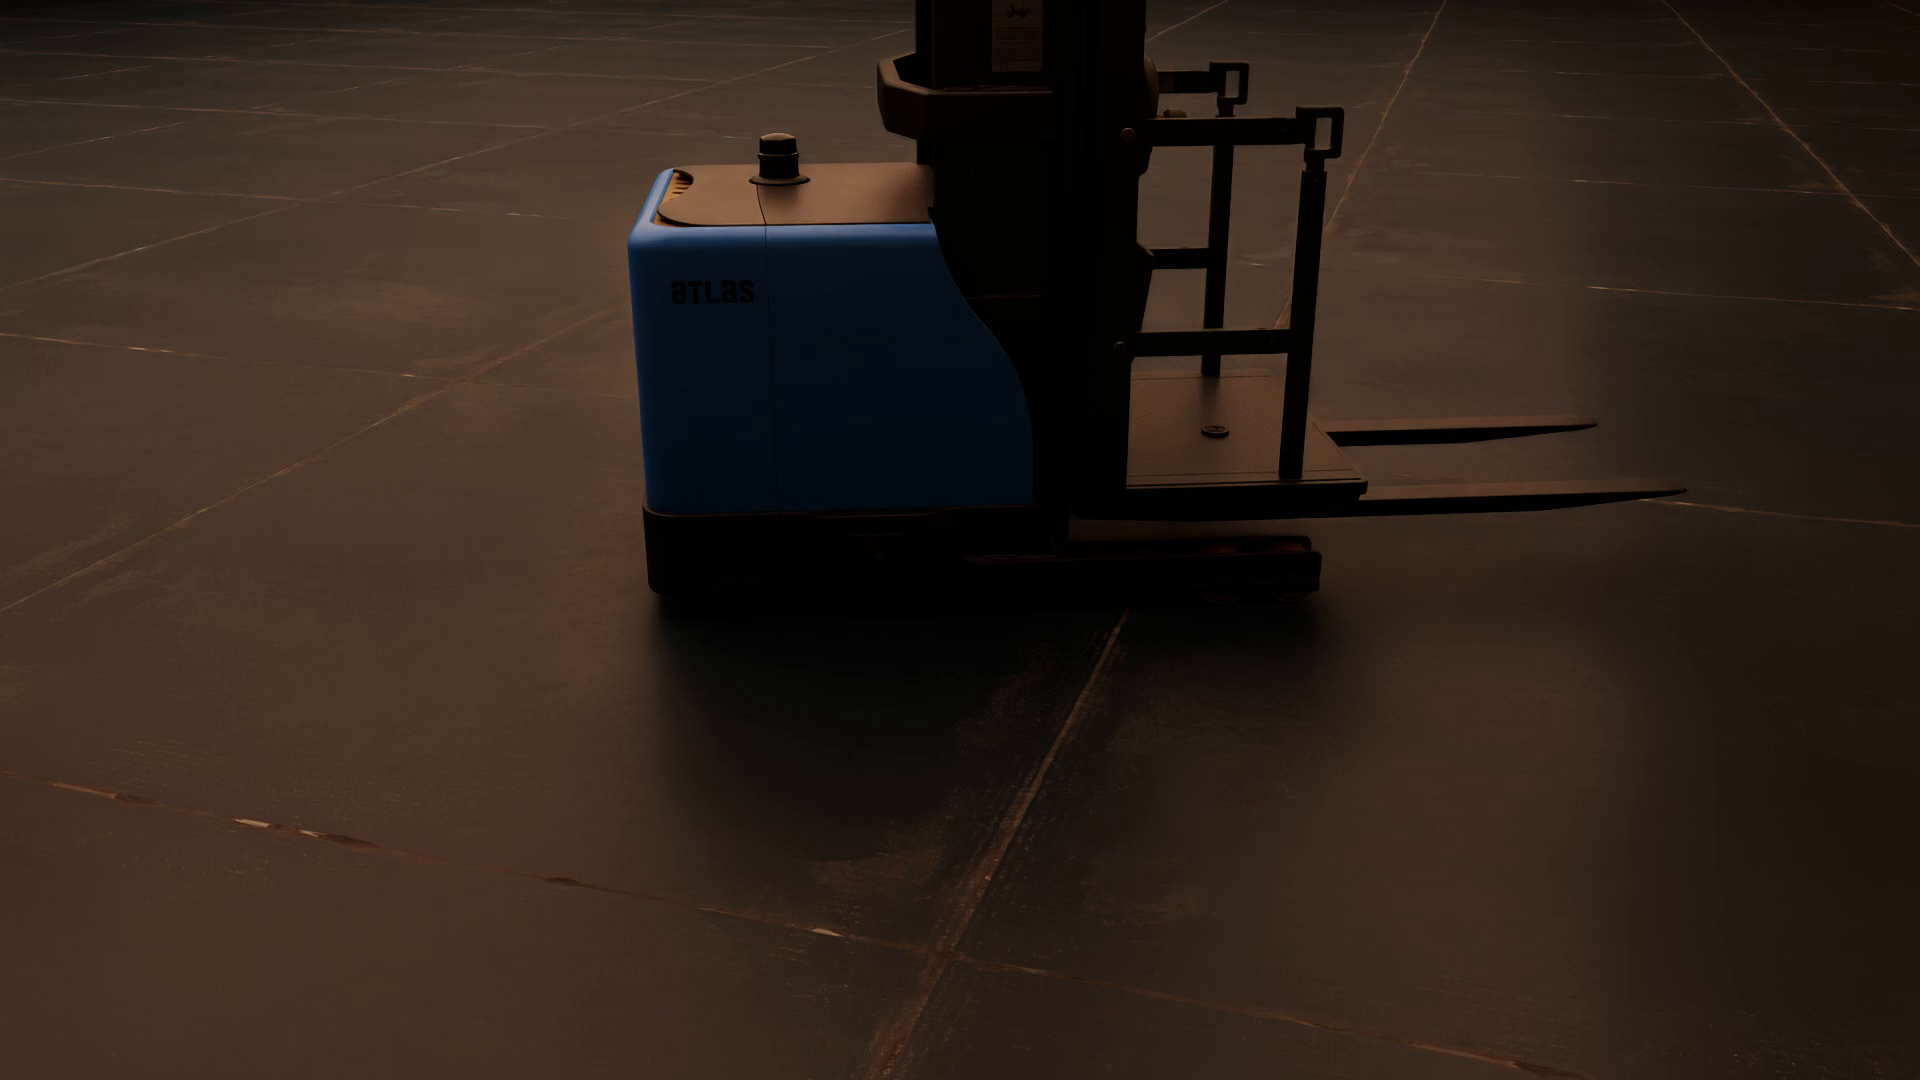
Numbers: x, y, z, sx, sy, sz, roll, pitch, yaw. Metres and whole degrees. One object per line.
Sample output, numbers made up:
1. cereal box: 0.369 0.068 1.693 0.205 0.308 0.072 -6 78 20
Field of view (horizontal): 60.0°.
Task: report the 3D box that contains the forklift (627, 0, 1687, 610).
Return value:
1. forklift: 0.606 -1.374 4.608 3.031 2.935 1.130 -2 23 -4
